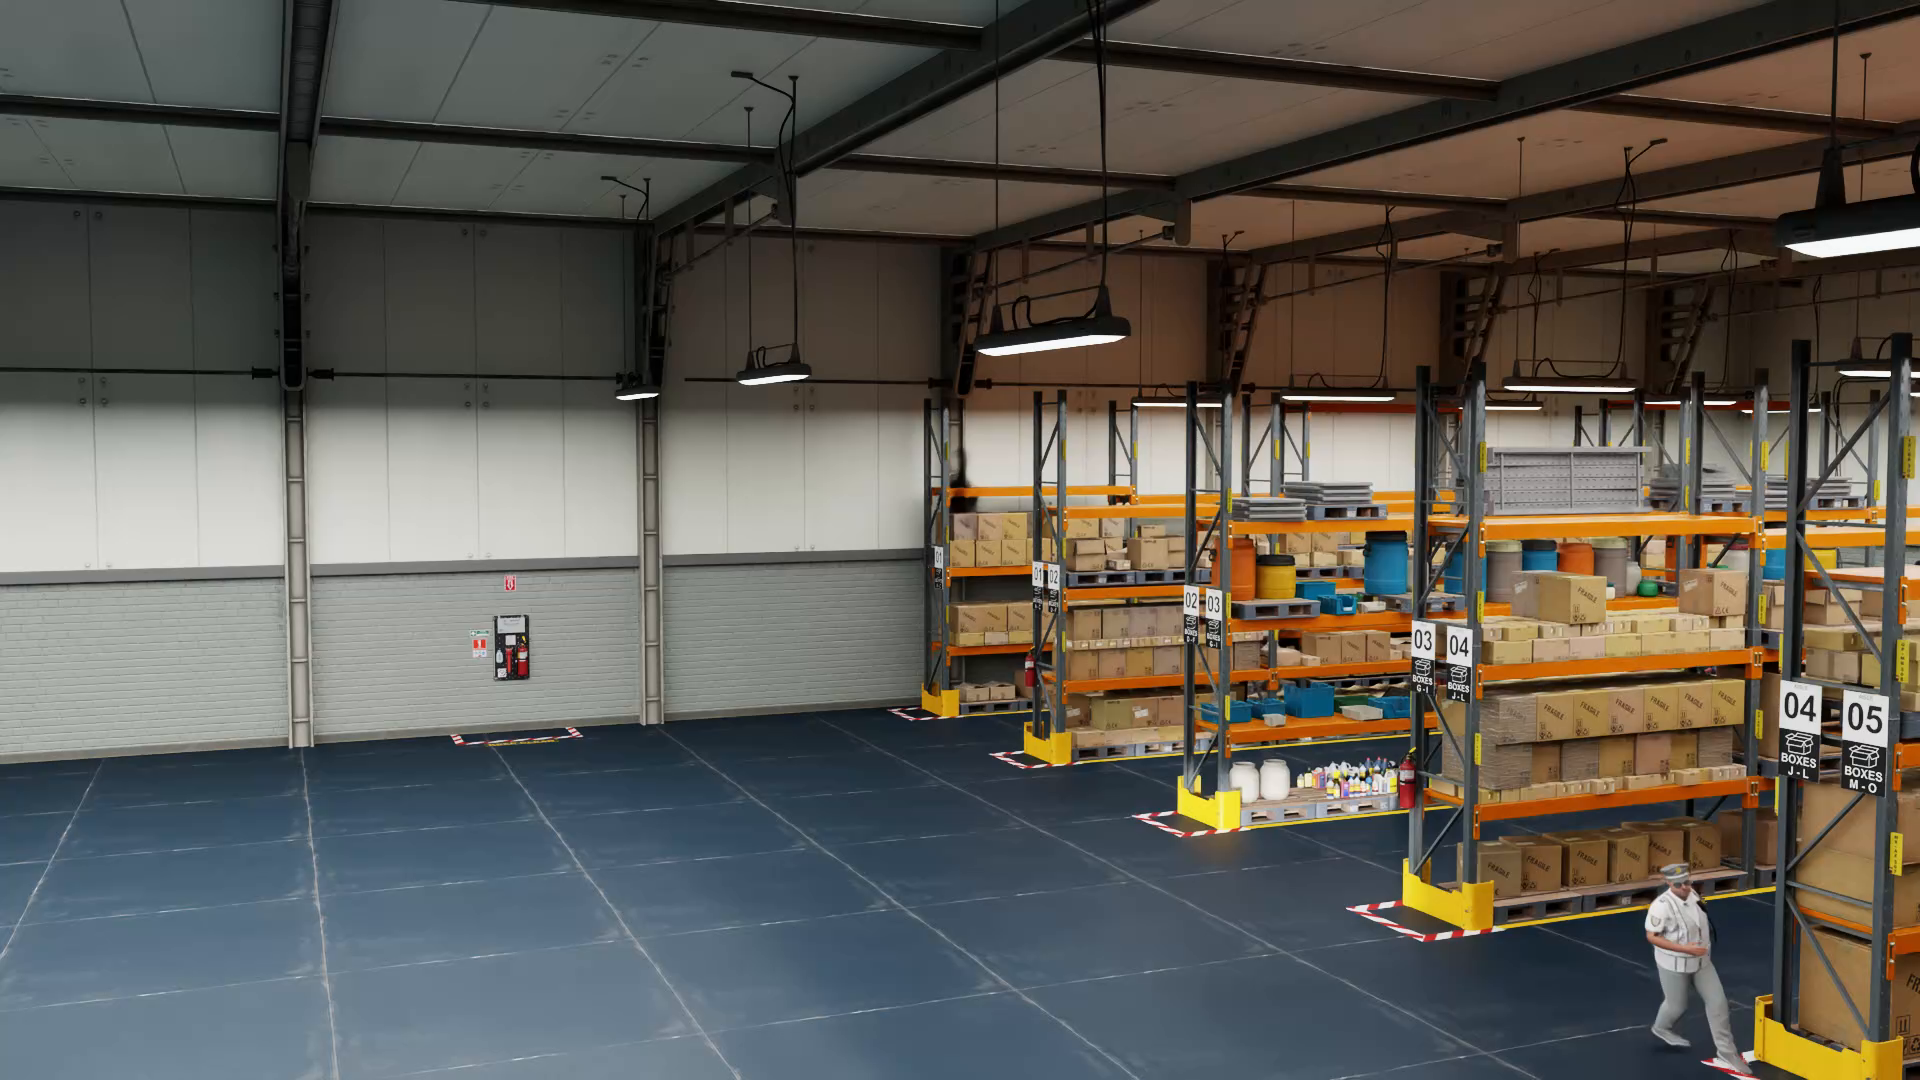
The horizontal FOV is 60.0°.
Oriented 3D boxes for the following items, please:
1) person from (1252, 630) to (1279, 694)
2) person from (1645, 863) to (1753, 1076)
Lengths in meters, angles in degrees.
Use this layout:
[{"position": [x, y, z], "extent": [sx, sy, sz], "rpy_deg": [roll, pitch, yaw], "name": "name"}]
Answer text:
[{"position": [5.653, 2.471, 30.762], "extent": [0.818, 1.725, 0.666], "rpy_deg": [-1, 3, -16], "name": "person"}, {"position": [5.988, 3.507, 13.806], "extent": [0.812, 1.745, 0.855], "rpy_deg": [-1, 4, -19], "name": "person"}]
